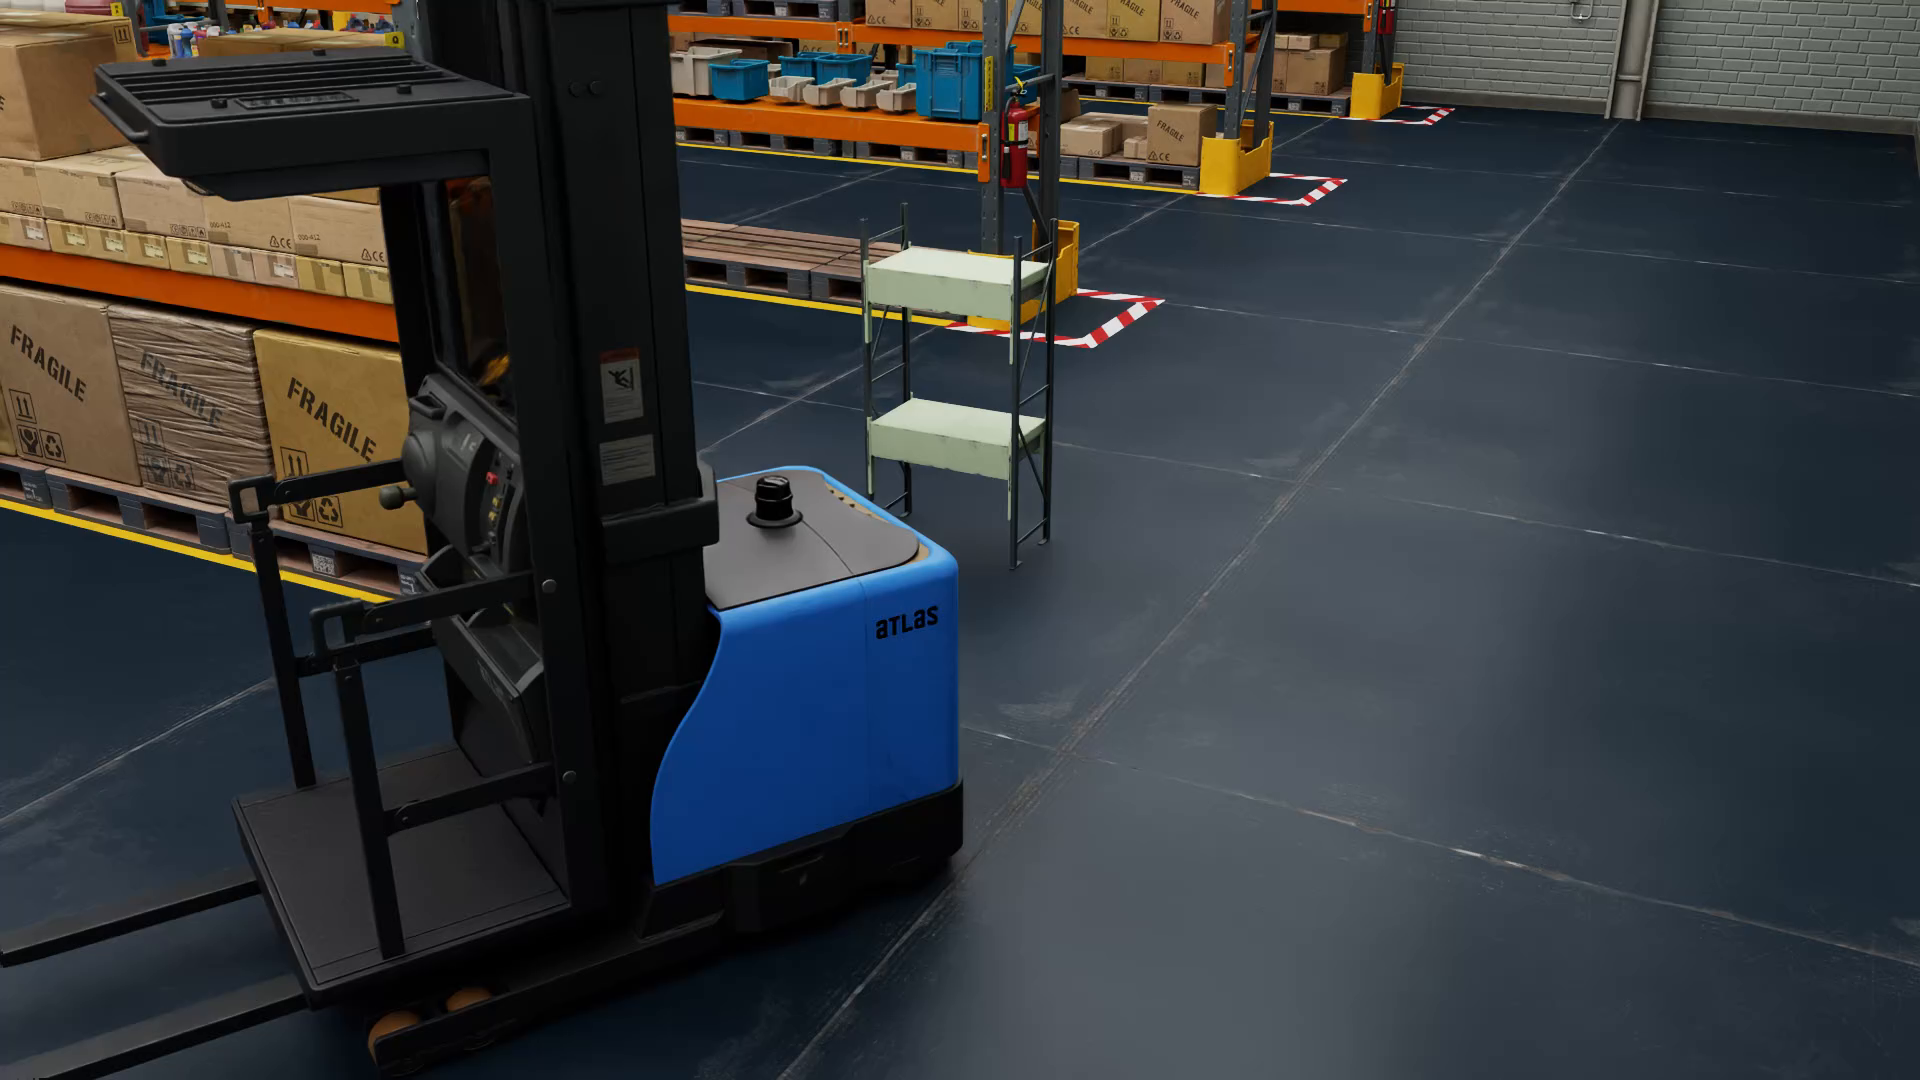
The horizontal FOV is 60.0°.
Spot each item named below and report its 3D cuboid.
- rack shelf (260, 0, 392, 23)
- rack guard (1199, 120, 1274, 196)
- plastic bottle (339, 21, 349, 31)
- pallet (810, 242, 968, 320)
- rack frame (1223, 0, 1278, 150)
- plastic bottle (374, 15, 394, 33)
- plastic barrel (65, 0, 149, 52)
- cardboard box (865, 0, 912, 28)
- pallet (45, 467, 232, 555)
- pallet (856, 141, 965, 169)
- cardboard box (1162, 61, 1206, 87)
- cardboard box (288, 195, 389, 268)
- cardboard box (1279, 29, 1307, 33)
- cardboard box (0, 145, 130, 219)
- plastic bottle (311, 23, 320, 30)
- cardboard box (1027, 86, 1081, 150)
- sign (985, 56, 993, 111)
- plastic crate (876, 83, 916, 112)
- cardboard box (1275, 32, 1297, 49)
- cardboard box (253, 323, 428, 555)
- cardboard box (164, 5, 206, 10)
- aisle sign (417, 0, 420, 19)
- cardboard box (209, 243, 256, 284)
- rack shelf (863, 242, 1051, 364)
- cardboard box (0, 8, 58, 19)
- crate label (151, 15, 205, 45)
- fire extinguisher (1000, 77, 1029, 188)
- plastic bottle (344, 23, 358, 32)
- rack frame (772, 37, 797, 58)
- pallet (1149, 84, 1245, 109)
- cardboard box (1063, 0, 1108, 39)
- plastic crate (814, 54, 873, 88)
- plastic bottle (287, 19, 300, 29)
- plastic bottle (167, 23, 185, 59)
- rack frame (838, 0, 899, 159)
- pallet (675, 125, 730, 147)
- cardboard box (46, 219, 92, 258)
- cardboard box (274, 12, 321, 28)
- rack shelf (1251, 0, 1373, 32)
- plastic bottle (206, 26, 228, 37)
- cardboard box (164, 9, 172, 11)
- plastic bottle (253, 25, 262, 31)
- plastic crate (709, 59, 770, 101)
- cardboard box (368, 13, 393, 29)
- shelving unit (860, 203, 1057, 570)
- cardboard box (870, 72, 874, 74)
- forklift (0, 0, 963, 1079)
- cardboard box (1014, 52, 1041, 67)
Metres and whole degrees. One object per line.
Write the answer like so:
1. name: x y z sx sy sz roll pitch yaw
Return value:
1. rack shelf: -6.269 -6.151 19.300 4.000 0.370 1.077 11 25 25
2. rack guard: 2.588 -3.579 15.528 0.348 0.500 1.175 11 25 25
3. plastic bottle: -5.149 -4.222 13.993 0.133 0.283 0.061 11 25 25
4. pallet: -0.301 -1.863 11.861 1.213 0.211 1.003 11 25 25
5. rack frame: 2.656 -4.716 15.007 0.127 3.000 1.000 11 25 25
6. plastic bottle: -4.741 -4.154 13.747 0.185 0.351 0.144 11 25 25
7. plastic barrel: -7.273 -4.438 14.179 0.708 0.536 0.600 11 25 25
8. cardboard box: -0.582 -5.283 16.213 0.500 0.500 0.500 12 26 26
9. pallet: -3.651 -0.304 8.194 1.213 0.211 1.003 11 25 25
10. pallet: -0.302 -4.018 16.928 1.213 0.211 1.003 11 25 25
11. cardboard box: 2.843 -5.847 20.324 0.500 0.500 0.700 12 26 26
12. cardboard box: -2.370 -1.318 6.827 0.500 0.250 0.500 11 25 24
13. cardboard box: 3.967 -6.014 19.887 0.250 0.149 0.380 11 26 25
14. cardboard box: -4.180 -1.678 7.674 0.500 0.250 0.500 12 26 26
15. plastic bottle: -5.103 -3.913 13.181 0.185 0.351 0.144 11 25 25
16. cardboard box: 0.765 -4.146 16.294 0.637 0.503 0.797 11 25 25
17. sign: 0.183 -2.867 10.450 0.005 0.325 0.100 11 25 25
18. plastic crate: -0.392 -2.974 11.170 0.243 0.136 0.396 11 25 25
19. cardboard box: 3.792 -5.881 19.574 0.250 0.149 0.380 12 26 26
20. cardboard box: -2.425 -0.558 7.407 0.875 0.875 0.875 11 25 25
21. cardboard box: -10.111 -6.652 21.578 0.500 0.500 0.500 11 25 25
22. aisle sign: -1.889 -2.336 6.088 0.004 0.787 0.394 11 25 25
23. cardboard box: -2.964 -1.224 7.116 0.250 0.149 0.380 12 26 25
24. rack shelf: -0.006 -1.050 7.307 0.720 0.370 0.431 11 25 25
25. cardboard box: -4.856 -2.389 8.387 0.500 0.500 0.500 12 26 26
26. crate label: -6.929 -4.528 14.778 0.416 0.233 0.303 11 25 25
27. fire extinguisher: 0.347 -2.594 10.593 0.183 0.674 0.296 11 25 25
28. plastic bottle: -5.049 -4.139 13.798 0.133 0.283 0.061 11 25 25
29. rack frame: -2.252 -7.860 22.398 0.127 3.000 1.000 11 25 25
30. pallet: 3.054 -5.493 20.398 1.213 0.211 1.003 11 25 25
31. cardboard box: 1.226 -4.927 15.374 0.500 0.500 0.500 11 26 25
32. plastic crate: -0.830 -3.329 11.881 0.300 0.233 0.416 11 25 25
33. plastic bottle: -5.694 -4.316 14.230 0.097 0.271 0.097 0 23 0
34. plastic bottle: -6.482 -4.153 13.841 0.135 0.276 0.152 11 25 25
35. rack frame: -0.914 -5.423 16.668 0.127 3.000 1.000 11 25 25
36. pallet: -2.750 -4.485 18.026 1.213 0.211 1.003 11 25 25
37. cardboard box: -3.881 -1.405 7.541 0.250 0.149 0.380 10 25 23
38. cardboard box: -8.326 -6.299 20.748 0.500 0.500 0.500 11 25 25
39. rack shelf: 3.102 -6.469 20.048 4.000 0.370 1.077 11 25 25
40. plastic bottle: -6.069 -4.071 13.649 0.135 0.276 0.152 11 25 25
41. cardboard box: -10.346 -6.471 21.151 0.500 0.500 0.500 11 25 25
42. plastic bottle: -6.074 -4.359 14.421 0.097 0.201 0.097 0 23 0
43. plastic crate: -1.531 -3.211 11.604 0.300 0.233 0.416 11 25 25
44. cardboard box: -8.815 -8.084 25.799 0.500 0.311 0.500 8 24 19
45. shelving unit: -0.006 -0.691 7.459 0.755 1.500 0.431 11 25 25
46. cardboard box: -1.236 -4.645 17.472 0.500 0.500 0.500 10 25 22
47. forklift: -1.510 -0.164 4.391 3.031 2.935 1.130 -14 27 -29
48. cardboard box: 0.679 -6.427 21.239 0.750 0.750 0.750 12 26 25
